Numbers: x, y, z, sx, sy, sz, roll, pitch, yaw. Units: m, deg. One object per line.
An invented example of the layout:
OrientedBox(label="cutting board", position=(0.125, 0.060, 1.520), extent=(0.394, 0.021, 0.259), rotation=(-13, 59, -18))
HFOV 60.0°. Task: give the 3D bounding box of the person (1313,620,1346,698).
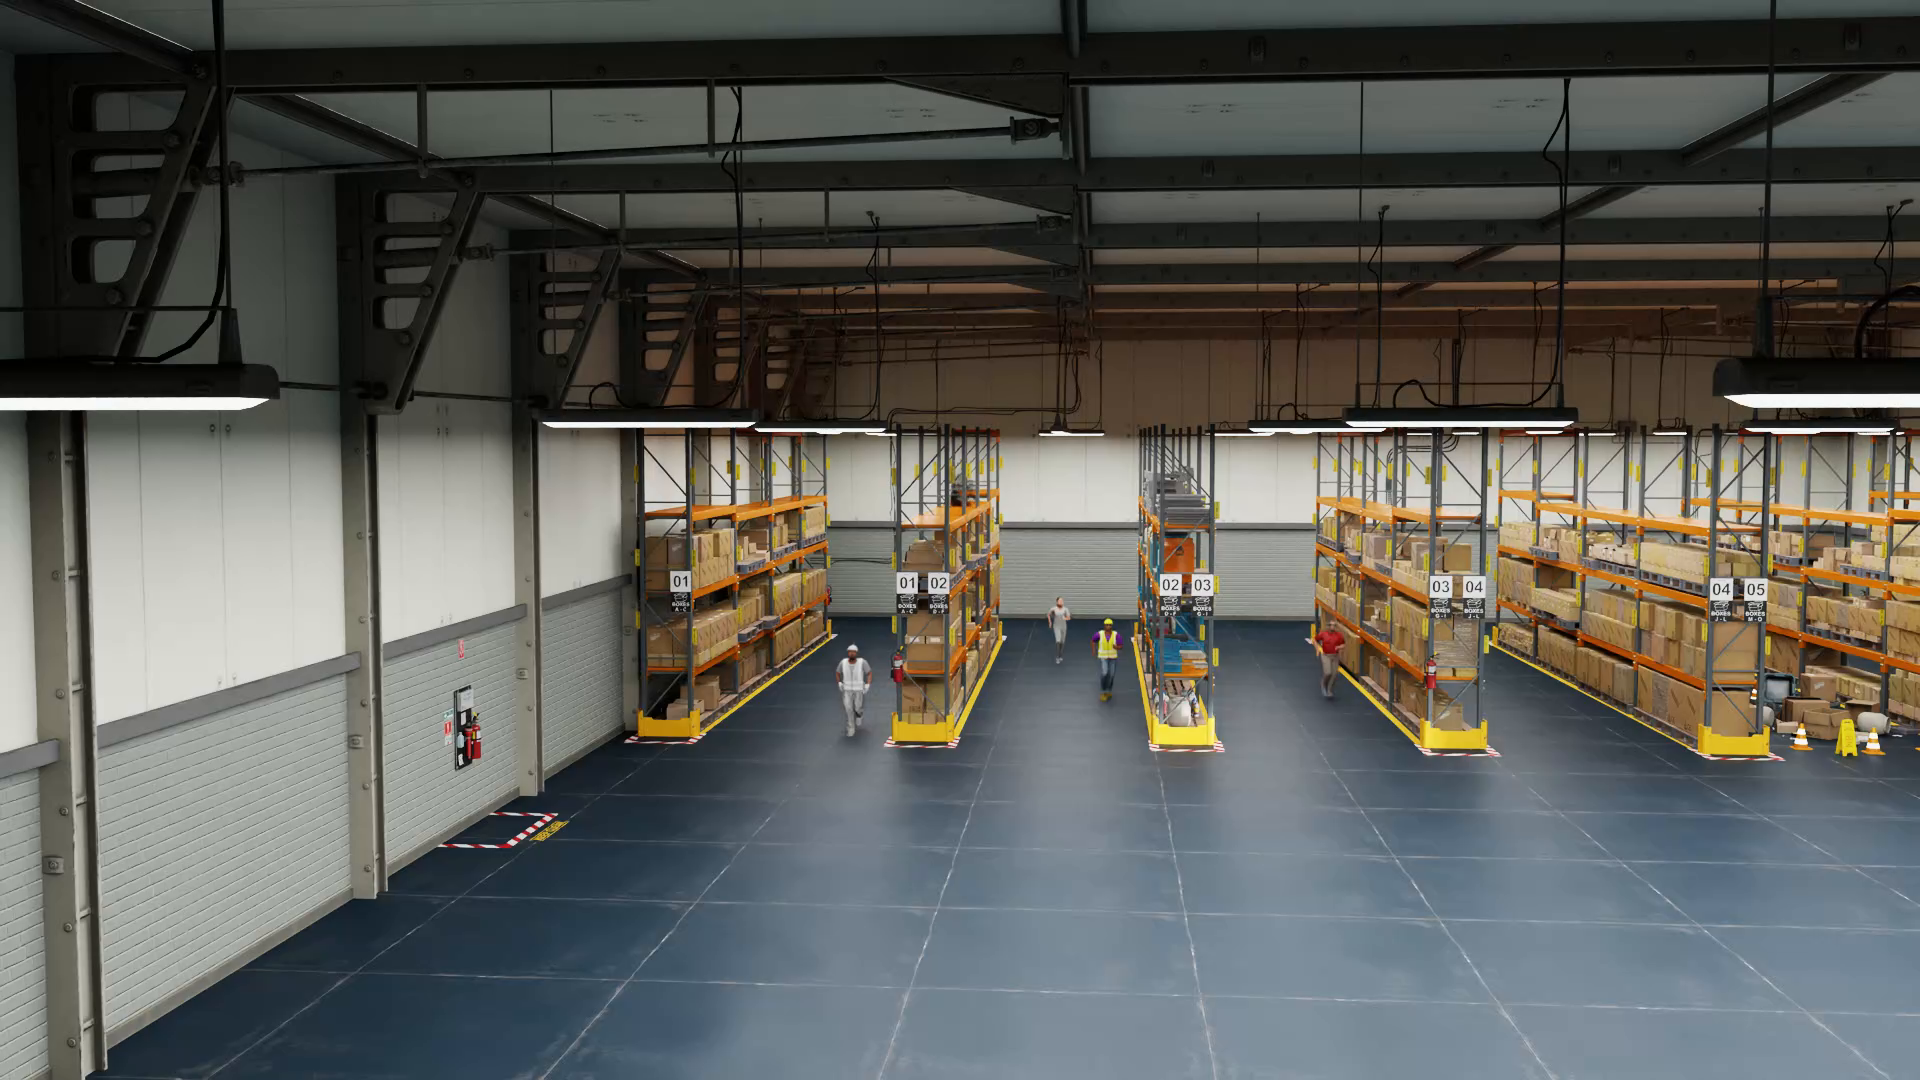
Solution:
OrientedBox(label="person", position=(8.187, 2.636, 36.694), extent=(0.652, 1.717, 0.653), rotation=(0, 3, -5))

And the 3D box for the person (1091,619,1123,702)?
OrientedBox(label="person", position=(3.232, 2.630, 36.399), extent=(0.669, 1.823, 0.751), rotation=(0, 3, -4))

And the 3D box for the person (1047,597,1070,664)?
OrientedBox(label="person", position=(2.542, 2.304, 42.487), extent=(0.531, 1.721, 0.738), rotation=(-1, 4, -12))

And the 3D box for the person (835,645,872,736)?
OrientedBox(label="person", position=(-2.066, 2.897, 32.280), extent=(0.715, 1.748, 0.653), rotation=(0, 3, 2))
